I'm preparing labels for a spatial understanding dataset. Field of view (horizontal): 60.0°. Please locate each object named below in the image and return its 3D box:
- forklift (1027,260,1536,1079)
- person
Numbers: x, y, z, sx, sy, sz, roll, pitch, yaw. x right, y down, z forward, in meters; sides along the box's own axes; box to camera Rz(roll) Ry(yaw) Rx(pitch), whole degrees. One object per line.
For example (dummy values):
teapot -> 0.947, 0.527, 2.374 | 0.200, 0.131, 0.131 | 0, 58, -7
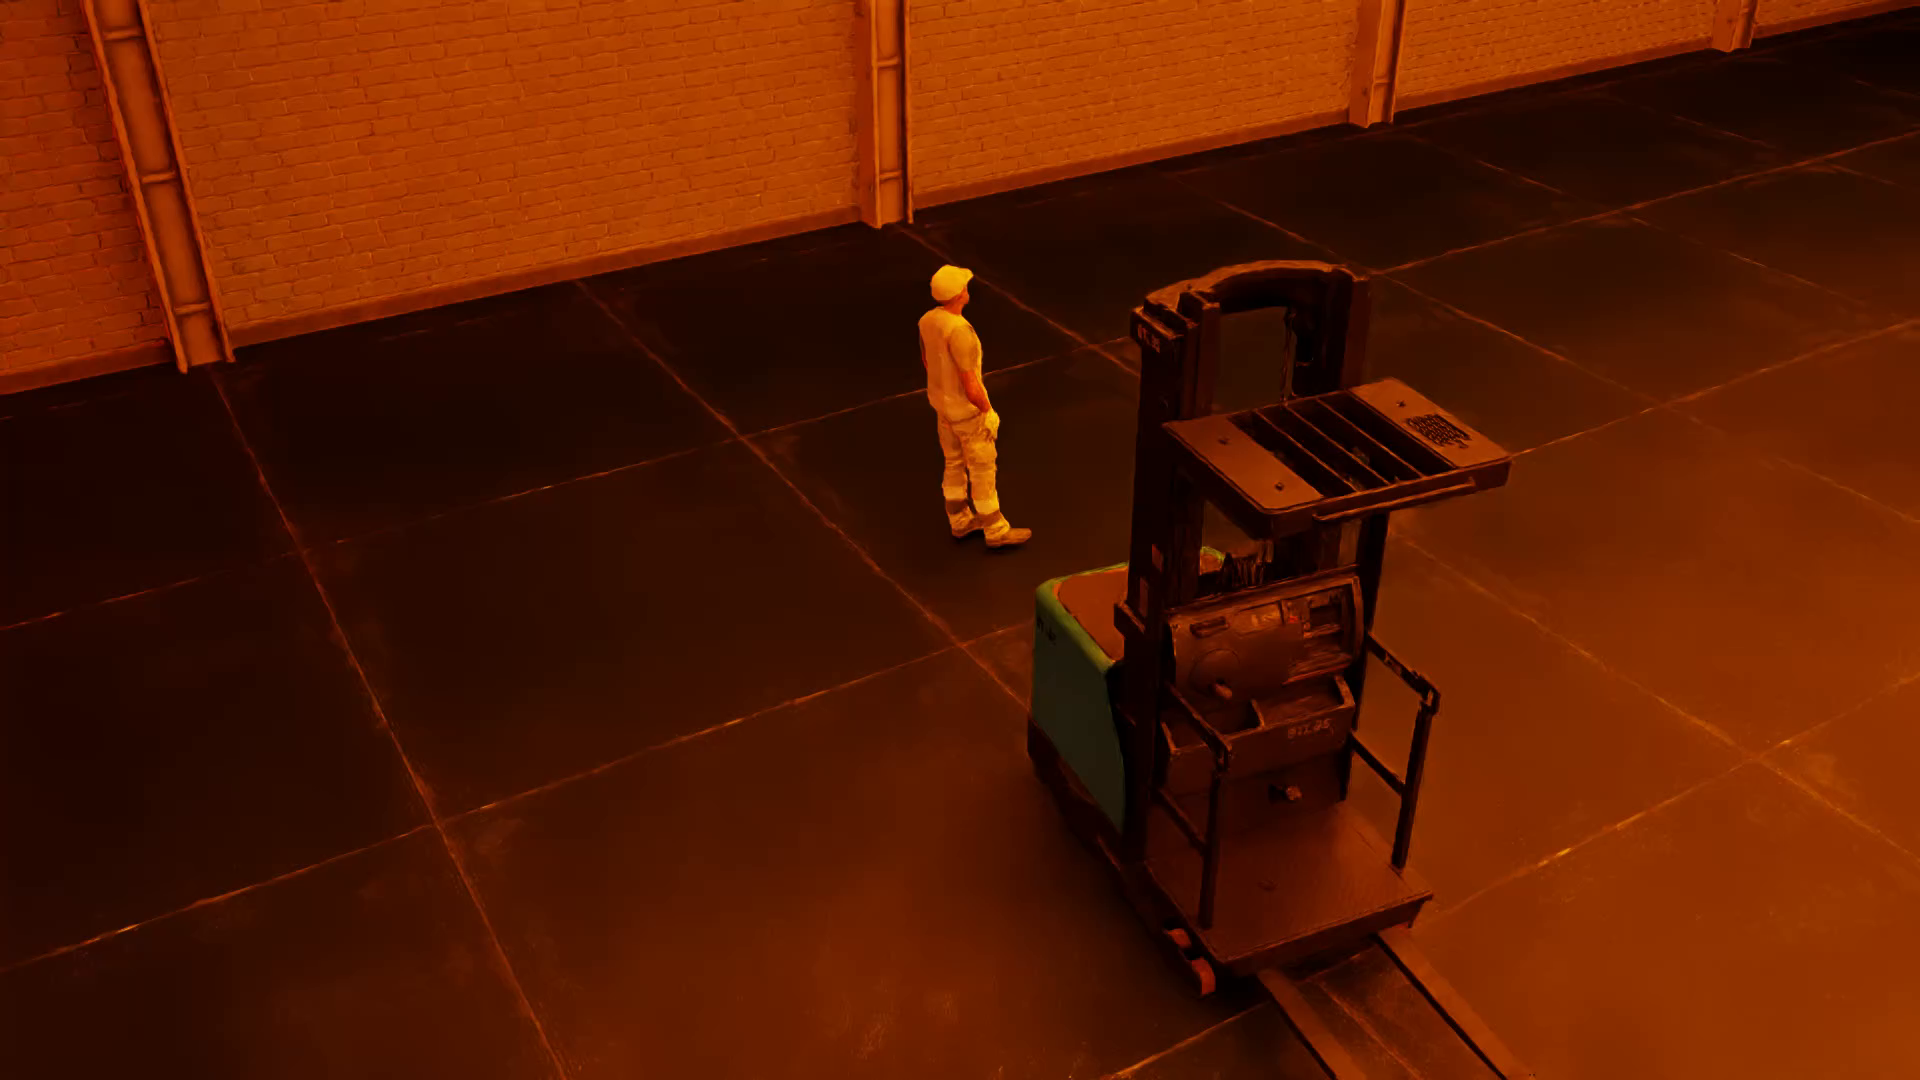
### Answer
forklift -> 1.388, 0.467, 6.867 | 1.130, 2.935, 3.031 | -12, 33, -20
person -> 0.074, -0.824, 10.044 | 0.563, 1.787, 0.637 | -17, 35, -26
